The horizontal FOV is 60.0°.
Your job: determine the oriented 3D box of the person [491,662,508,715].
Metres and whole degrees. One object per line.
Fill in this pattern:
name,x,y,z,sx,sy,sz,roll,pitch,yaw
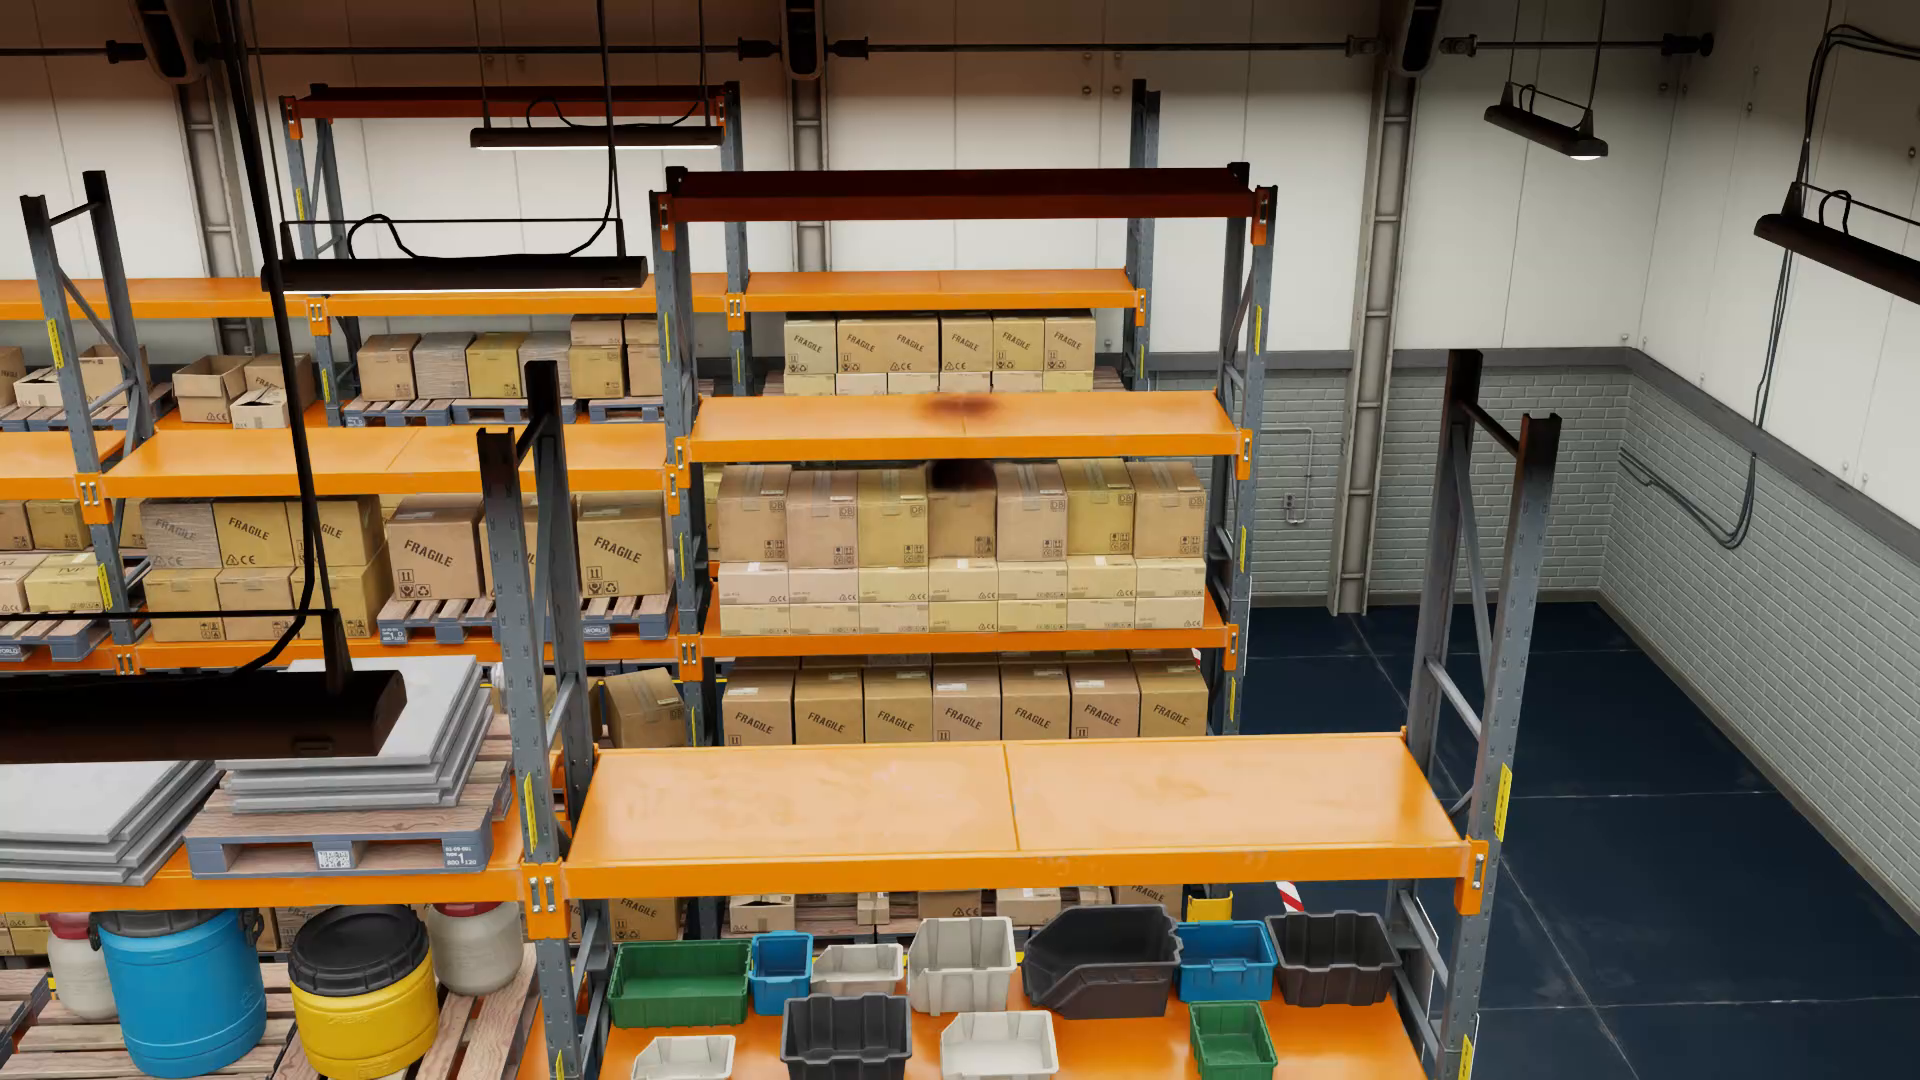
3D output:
person,-3.960,1.634,14.900,0.511,1.683,0.425,3,22,8
